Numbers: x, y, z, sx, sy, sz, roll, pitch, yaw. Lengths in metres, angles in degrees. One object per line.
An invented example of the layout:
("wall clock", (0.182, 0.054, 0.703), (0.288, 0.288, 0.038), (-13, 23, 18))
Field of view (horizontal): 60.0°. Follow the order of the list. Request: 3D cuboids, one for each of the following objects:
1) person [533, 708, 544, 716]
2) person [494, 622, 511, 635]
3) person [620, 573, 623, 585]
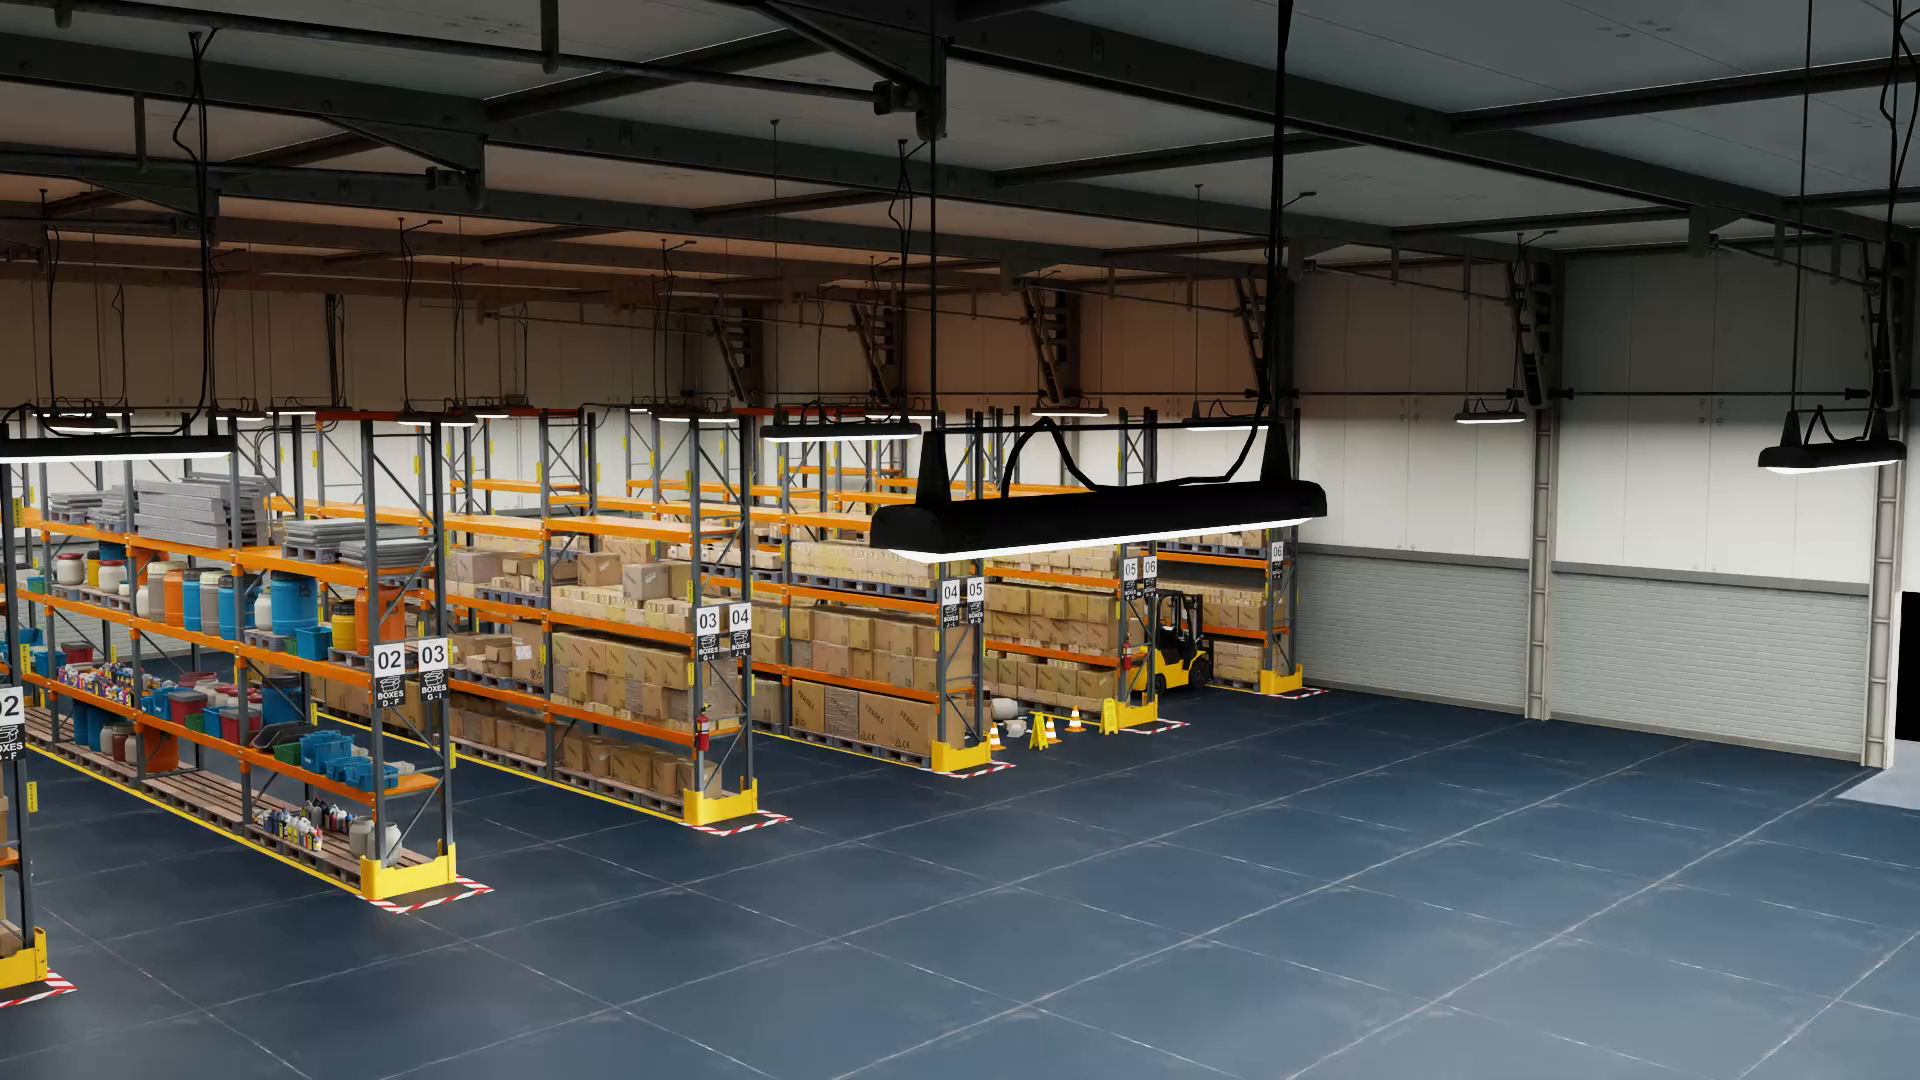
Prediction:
("person", (-8.133, 2.652, 32.131), (0.652, 1.736, 0.805), (-5, 7, -42))
("person", (-11.209, 1.853, 40.817), (0.629, 1.821, 0.480), (-1, 5, -9))
("person", (-8.915, 1.588, 44.202), (0.597, 1.676, 0.946), (2, 5, 23))
